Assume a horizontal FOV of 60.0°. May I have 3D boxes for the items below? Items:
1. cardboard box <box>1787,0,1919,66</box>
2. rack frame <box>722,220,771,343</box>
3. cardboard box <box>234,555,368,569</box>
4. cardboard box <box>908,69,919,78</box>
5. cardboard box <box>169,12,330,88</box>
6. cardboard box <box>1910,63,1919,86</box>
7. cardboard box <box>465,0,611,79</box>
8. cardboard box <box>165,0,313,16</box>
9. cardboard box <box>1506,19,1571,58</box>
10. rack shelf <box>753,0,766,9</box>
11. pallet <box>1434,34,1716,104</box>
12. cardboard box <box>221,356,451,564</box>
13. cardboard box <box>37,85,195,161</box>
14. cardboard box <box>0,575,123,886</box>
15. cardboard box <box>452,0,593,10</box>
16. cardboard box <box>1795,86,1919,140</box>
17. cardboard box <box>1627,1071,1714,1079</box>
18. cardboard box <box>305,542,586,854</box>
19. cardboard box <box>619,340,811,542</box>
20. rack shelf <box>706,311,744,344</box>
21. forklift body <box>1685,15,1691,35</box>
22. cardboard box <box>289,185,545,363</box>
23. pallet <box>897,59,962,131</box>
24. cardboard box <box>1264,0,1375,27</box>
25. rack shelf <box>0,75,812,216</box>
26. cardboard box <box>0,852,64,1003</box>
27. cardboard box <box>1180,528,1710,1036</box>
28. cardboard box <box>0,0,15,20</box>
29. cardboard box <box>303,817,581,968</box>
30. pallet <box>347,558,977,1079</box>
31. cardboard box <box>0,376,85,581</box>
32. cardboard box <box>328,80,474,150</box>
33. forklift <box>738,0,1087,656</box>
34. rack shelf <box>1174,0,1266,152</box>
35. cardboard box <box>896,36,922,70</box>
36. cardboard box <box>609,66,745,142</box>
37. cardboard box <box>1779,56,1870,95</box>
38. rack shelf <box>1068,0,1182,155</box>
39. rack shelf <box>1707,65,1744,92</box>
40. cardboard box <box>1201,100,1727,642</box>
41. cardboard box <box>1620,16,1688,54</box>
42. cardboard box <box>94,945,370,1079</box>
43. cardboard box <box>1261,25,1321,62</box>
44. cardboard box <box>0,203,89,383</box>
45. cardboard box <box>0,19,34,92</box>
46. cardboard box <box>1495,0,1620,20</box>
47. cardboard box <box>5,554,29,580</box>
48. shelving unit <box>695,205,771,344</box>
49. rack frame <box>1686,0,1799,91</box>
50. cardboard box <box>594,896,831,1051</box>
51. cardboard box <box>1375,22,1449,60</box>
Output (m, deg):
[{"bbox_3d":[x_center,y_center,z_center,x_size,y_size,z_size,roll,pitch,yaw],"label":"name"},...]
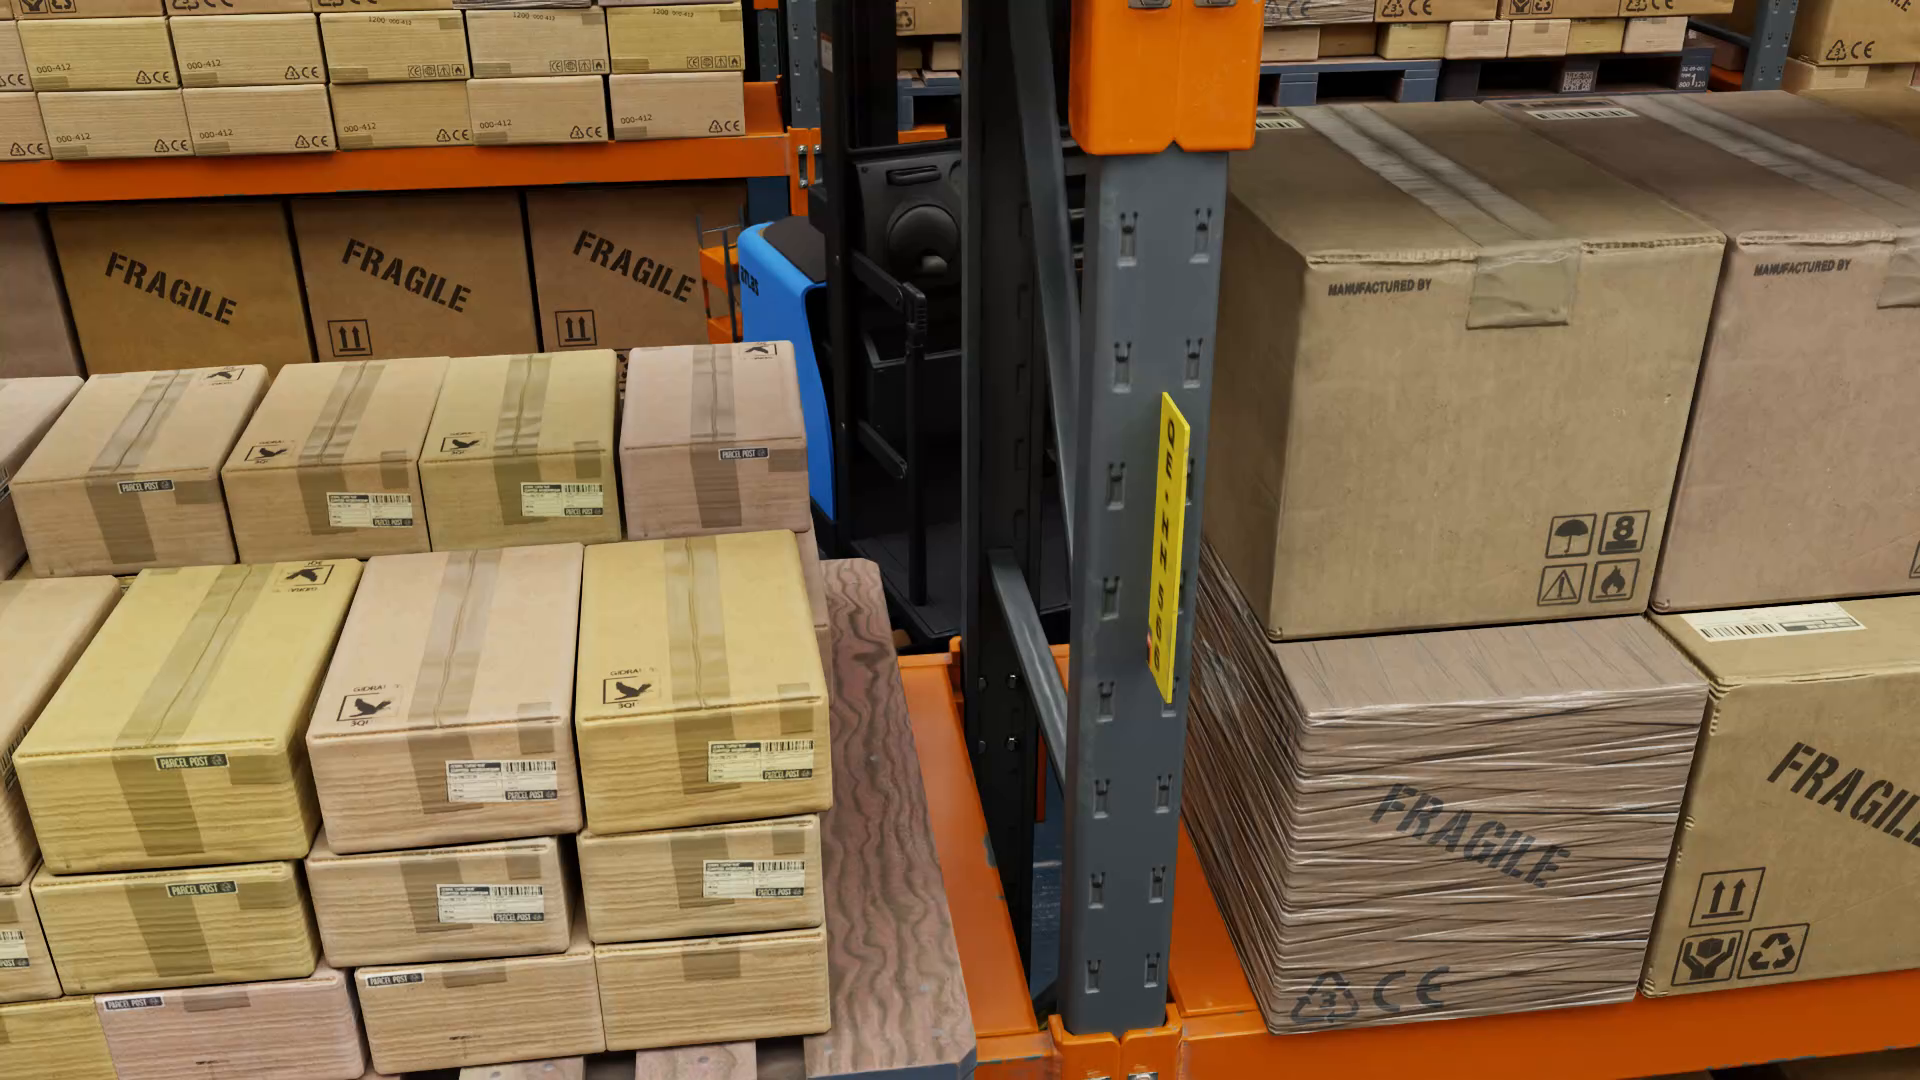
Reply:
[{"bbox_3d":[3.779,-2.318,7.047,0.500,0.500,0.500,-4,27,-7],"label":"cardboard box"},{"bbox_3d":[-0.786,-0.720,6.495,0.200,1.050,0.008,-18,32,-27],"label":"rack frame"},{"bbox_3d":[-0.905,0.015,2.424,0.250,0.149,0.380,-5,28,-9],"label":"cardboard box"},{"bbox_3d":[-0.086,-3.438,11.806,0.625,0.625,0.875,-3,27,-5],"label":"cardboard box"},{"bbox_3d":[-2.626,-1.886,6.257,0.500,0.250,0.500,-4,28,-9],"label":"cardboard box"},{"bbox_3d":[4.163,-2.073,7.280,0.250,0.149,0.380,-4,27,-7],"label":"cardboard box"},{"bbox_3d":[-1.608,-1.961,6.403,0.500,0.250,0.500,-4,27,-8],"label":"cardboard box"},{"bbox_3d":[-2.634,-2.230,6.105,0.500,0.500,0.500,-4,27,-8],"label":"cardboard box"},{"bbox_3d":[2.320,-2.116,6.903,0.250,0.149,0.380,-4,27,-8],"label":"cardboard box"},{"bbox_3d":[-3.332,-3.782,11.122,4.000,0.370,1.077,-4,27,-7],"label":"rack shelf"},{"bbox_3d":[2.527,-2.171,7.406,1.213,0.211,1.003,-4,27,-7],"label":"pallet"},{"bbox_3d":[-0.861,-0.120,2.362,0.250,0.149,0.380,-4,27,-7],"label":"cardboard box"},{"bbox_3d":[-3.123,-1.632,6.309,0.500,0.250,0.500,-4,27,-8],"label":"cardboard box"},{"bbox_3d":[-1.060,0.195,1.748,0.250,0.149,0.380,-3,27,-6],"label":"cardboard box"},{"bbox_3d":[-1.639,-2.287,6.217,0.500,0.500,0.500,-3,27,-6],"label":"cardboard box"},{"bbox_3d":[1.588,-0.334,2.410,0.500,0.500,0.700,-4,27,-8],"label":"cardboard box"},{"bbox_3d":[0.749,1.062,2.899,0.750,0.750,1.050,-4,27,-8],"label":"cardboard box"},{"bbox_3d":[-0.537,0.160,1.817,0.250,0.149,0.380,-4,27,-8],"label":"cardboard box"},{"bbox_3d":[-0.356,-0.152,2.423,0.250,0.149,0.380,-4,27,-7],"label":"cardboard box"},{"bbox_3d":[-0.850,-0.758,6.592,0.215,0.259,0.240,-18,32,-27],"label":"rack shelf"},{"bbox_3d":[4.947,-3.415,10.549,1.214,2.155,2.313,-4,27,-7],"label":"forklift body"},{"bbox_3d":[-2.236,-1.166,7.103,0.875,0.875,0.875,-3,27,-6],"label":"cardboard box"},{"bbox_3d":[0.034,-1.993,7.059,1.003,0.211,1.213,-4,27,-7],"label":"pallet"},{"bbox_3d":[1.358,-2.374,6.696,0.500,0.500,0.500,-5,28,-9],"label":"cardboard box"},{"bbox_3d":[-2.637,-1.538,6.750,4.000,0.370,1.077,-4,27,-7],"label":"rack shelf"},{"bbox_3d":[-1.065,0.327,1.816,0.250,0.149,0.380,-4,27,-7],"label":"cardboard box"},{"bbox_3d":[0.615,0.295,2.280,0.500,0.500,0.500,-3,27,-7],"label":"cardboard box"},{"bbox_3d":[-3.642,-2.163,5.975,0.500,0.500,0.500,-4,27,-7],"label":"cardboard box"},{"bbox_3d":[-0.557,0.294,1.881,0.250,0.149,0.380,-3,27,-5],"label":"cardboard box"},{"bbox_3d":[-0.558,0.425,2.346,1.003,0.211,1.213,-4,27,-7],"label":"pallet"},{"bbox_3d":[-1.391,-0.085,2.294,0.250,0.149,0.380,-2,27,-5],"label":"cardboard box"},{"bbox_3d":[-2.126,-1.705,6.451,0.500,0.250,0.500,-4,27,-8],"label":"cardboard box"},{"bbox_3d":[0.216,-0.994,4.977,1.130,2.935,3.031,-11,29,-21],"label":"forklift"},{"bbox_3d":[2.114,-0.896,2.212,4.000,0.370,1.077,-4,27,-7],"label":"rack shelf"},{"bbox_3d":[-0.309,-1.997,6.671,0.250,0.149,0.380,-5,28,-10],"label":"cardboard box"},{"bbox_3d":[-1.121,-1.769,6.576,0.500,0.250,0.500,-5,28,-9],"label":"cardboard box"},{"bbox_3d":[3.661,-2.003,7.143,0.250,0.149,0.380,-4,27,-7],"label":"cardboard box"},{"bbox_3d":[-1.847,-0.641,1.716,4.000,0.370,1.077,-4,27,-7],"label":"rack shelf"},{"bbox_3d":[5.285,-2.047,7.741,4.000,0.370,1.077,-4,27,-7],"label":"rack shelf"},{"bbox_3d":[0.579,-0.267,2.281,0.500,0.500,0.700,-4,27,-7],"label":"cardboard box"},{"bbox_3d":[2.834,-2.157,6.984,0.250,0.149,0.380,-3,27,-6],"label":"cardboard box"},{"bbox_3d":[-0.792,0.442,1.919,0.250,0.149,0.380,-3,27,-6],"label":"cardboard box"},{"bbox_3d":[1.298,-2.078,6.829,0.250,0.149,0.380,-3,27,-5],"label":"cardboard box"},{"bbox_3d":[-4.015,-1.048,6.874,0.875,0.875,0.875,-3,27,-6],"label":"cardboard box"},{"bbox_3d":[-3.630,-1.833,6.153,0.500,0.250,0.500,-3,27,-6],"label":"cardboard box"},{"bbox_3d":[2.388,-2.438,6.821,0.500,0.500,0.500,-4,27,-7],"label":"cardboard box"},{"bbox_3d":[-1.402,0.047,2.362,0.250,0.149,0.380,-4,27,-7],"label":"cardboard box"},{"bbox_3d":[-0.851,-0.767,6.587,0.215,1.050,0.252,-18,32,-27],"label":"shelving unit"},{"bbox_3d":[3.305,-2.240,7.329,0.127,3.000,1.000,-4,27,-7],"label":"rack frame"},{"bbox_3d":[-0.291,0.410,1.980,0.250,0.149,0.380,-3,27,-6],"label":"cardboard box"},{"bbox_3d":[1.821,-2.099,6.870,0.250,0.149,0.380,-4,27,-7],"label":"cardboard box"}]
